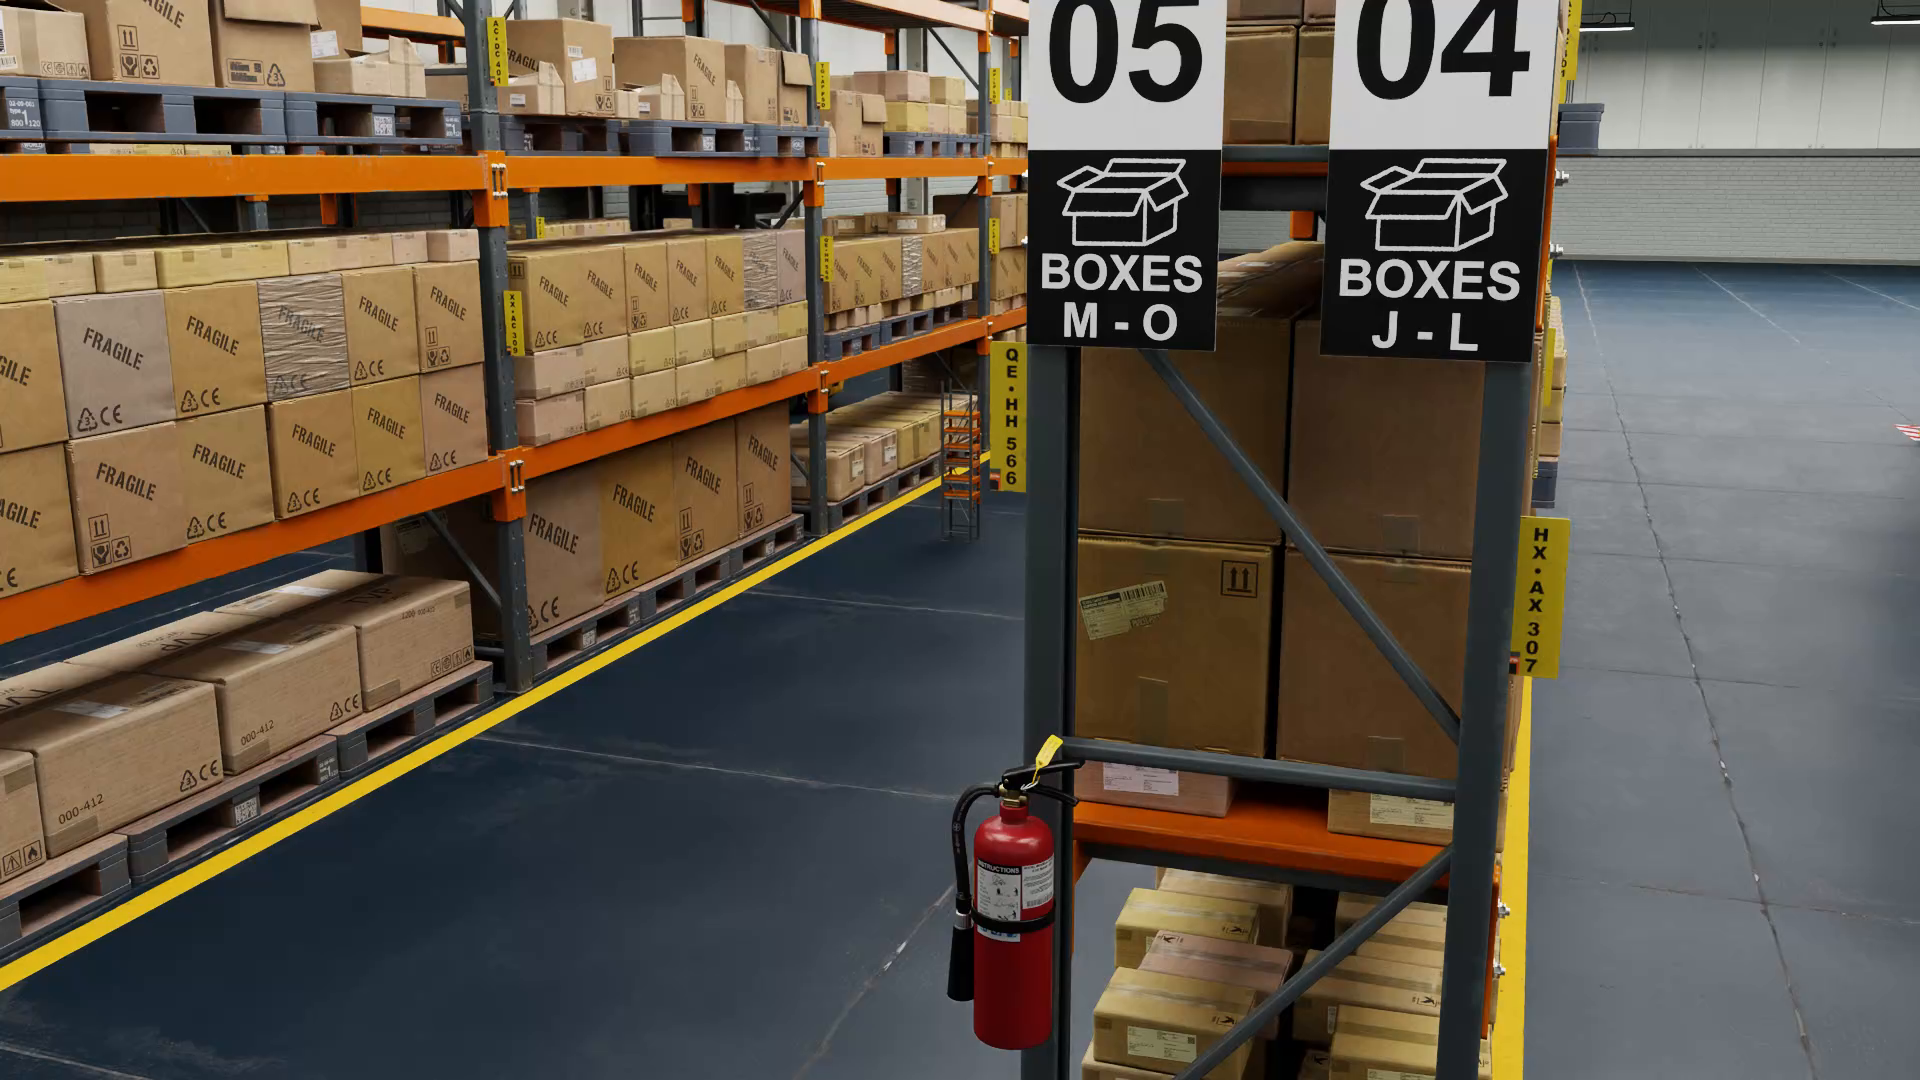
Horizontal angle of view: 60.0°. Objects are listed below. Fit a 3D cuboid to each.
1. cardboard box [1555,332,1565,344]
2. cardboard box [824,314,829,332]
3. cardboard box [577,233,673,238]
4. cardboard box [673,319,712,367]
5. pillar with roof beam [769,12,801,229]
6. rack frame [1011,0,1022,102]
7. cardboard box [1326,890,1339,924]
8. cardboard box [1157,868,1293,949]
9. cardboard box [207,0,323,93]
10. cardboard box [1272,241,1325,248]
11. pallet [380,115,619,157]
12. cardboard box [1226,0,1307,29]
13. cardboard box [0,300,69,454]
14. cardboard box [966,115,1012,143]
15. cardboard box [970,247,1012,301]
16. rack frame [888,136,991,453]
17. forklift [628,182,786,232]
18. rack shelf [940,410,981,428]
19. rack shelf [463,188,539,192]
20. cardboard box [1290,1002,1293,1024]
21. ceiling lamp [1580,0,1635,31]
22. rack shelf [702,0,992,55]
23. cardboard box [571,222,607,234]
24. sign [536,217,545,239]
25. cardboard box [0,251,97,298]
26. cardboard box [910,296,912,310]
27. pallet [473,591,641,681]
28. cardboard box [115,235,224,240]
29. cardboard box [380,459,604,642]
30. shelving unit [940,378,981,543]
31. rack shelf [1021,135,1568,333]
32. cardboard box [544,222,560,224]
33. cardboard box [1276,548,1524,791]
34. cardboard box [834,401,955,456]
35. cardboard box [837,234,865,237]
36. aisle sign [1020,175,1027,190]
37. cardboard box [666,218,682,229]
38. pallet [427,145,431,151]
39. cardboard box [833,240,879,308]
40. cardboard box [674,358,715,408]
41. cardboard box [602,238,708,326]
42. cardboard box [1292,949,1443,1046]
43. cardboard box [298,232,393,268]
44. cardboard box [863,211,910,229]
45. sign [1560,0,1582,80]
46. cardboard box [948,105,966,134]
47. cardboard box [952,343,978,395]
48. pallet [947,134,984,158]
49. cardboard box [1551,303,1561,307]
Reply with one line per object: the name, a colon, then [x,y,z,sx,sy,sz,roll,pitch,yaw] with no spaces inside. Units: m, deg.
cardboard box: [2.741,-0.932,8.113,0.380,0.149,0.250,4,14,18]
cardboard box: [-1.215,-1.659,12.636,0.380,0.149,0.250,4,13,15]
cardboard box: [-2.221,-1.759,10.981,0.500,0.500,0.500,5,14,20]
cardboard box: [-1.889,-1.245,10.416,0.500,0.250,0.500,4,13,17]
pillar with roof beam: [1.331,-7.359,24.507,9.100,9.000,0.400,4,14,18]
rack frame: [1.092,-6.131,19.126,1.000,3.000,0.127,4,14,18]
cardboard box: [1.412,1.166,5.434,0.380,0.149,0.250,5,14,21]
cardboard box: [0.806,1.101,5.050,0.380,0.149,0.250,4,13,16]
cardboard box: [-3.197,-2.159,7.067,0.797,0.503,0.637,5,14,23]
cardboard box: [1.549,-0.948,6.761,0.500,0.500,0.500,5,14,20]
pallet: [-2.541,-2.245,9.273,0.805,0.209,1.217,4,13,16]
cardboard box: [0.540,-1.250,3.698,0.500,0.250,0.500,4,13,17]
cardboard box: [-3.500,-0.563,5.743,0.500,0.500,0.500,4,13,17]
cardboard box: [0.199,-3.971,16.073,0.500,0.250,0.500,4,13,17]
cardboard box: [0.204,-2.630,16.378,0.500,0.500,0.500,4,14,18]
rack frame: [-0.202,-2.364,16.104,1.000,3.000,0.127,4,14,18]
forklift: [-2.227,-2.089,15.052,1.130,2.935,3.031,5,14,19]
rack shelf: [0.005,-0.896,12.298,0.258,0.103,0.180,4,14,18]
rack shelf: [-4.253,-4.253,19.257,1.077,0.370,4.000,4,14,18]
cardboard box: [0.827,1.393,5.105,0.380,0.149,0.250,4,14,19]
ceiling lamp: [15.259,-13.880,39.962,2.000,3.185,0.800,4,14,18]
rack shelf: [-0.849,-4.322,13.716,1.077,0.370,4.000,4,14,18]
cardboard box: [-4.204,-3.496,18.711,0.380,0.149,0.250,4,13,18]
sign: [-4.384,-3.209,17.384,0.100,0.325,0.005,4,14,18]
cardboard box: [-3.395,-0.967,6.055,0.380,0.149,0.250,4,14,19]
cardboard box: [-0.634,-2.056,14.376,0.380,0.149,0.250,4,13,16]
pallet: [-2.612,0.512,9.770,1.003,0.211,1.213,4,14,18]
cardboard box: [-3.501,-1.270,7.384,0.380,0.149,0.250,4,13,17]
cardboard box: [-2.666,0.015,9.511,0.875,0.875,0.875,5,14,20]
shelving unit: [0.005,-0.588,12.368,0.258,1.200,0.189,4,14,18]
rack shelf: [1.279,-1.035,5.157,1.077,0.370,4.000,4,14,18]
cardboard box: [-4.765,-3.536,18.890,0.380,0.149,0.250,4,13,17]
cardboard box: [1.038,0.229,3.849,0.500,0.500,0.500,5,14,21]
cardboard box: [-0.599,-1.025,15.201,0.950,0.372,0.625,5,14,22]
cardboard box: [-1.116,-2.367,14.280,0.500,0.500,0.500,4,13,16]
aisle sign: [0.819,-4.509,19.659,0.394,0.787,0.004,4,14,18]
cardboard box: [-3.632,-3.871,20.356,0.380,0.149,0.250,5,14,20]
pallet: [-5.173,-3.903,16.536,0.805,0.209,1.217,4,13,16]
cardboard box: [-0.970,-2.108,13.148,0.500,0.500,0.500,5,14,21]
cardboard box: [-1.881,-1.000,10.467,0.500,0.250,0.500,4,13,17]
cardboard box: [-1.912,-1.611,10.336,0.500,0.500,0.500,4,13,17]
cardboard box: [1.098,1.240,4.438,0.380,0.149,0.250,5,14,19]
cardboard box: [-2.867,-1.345,7.709,0.380,0.149,0.250,4,14,18]
cardboard box: [-0.689,-3.005,15.618,0.380,0.149,0.250,4,14,18]
sign: [2.442,-2.021,6.700,0.100,0.325,0.005,4,14,18]
cardboard box: [-0.254,-3.824,15.156,0.500,0.250,0.500,4,13,17]
cardboard box: [0.244,-1.698,16.739,0.500,0.500,0.500,5,14,21]
pallet: [-0.503,-3.612,15.255,1.213,0.211,1.003,4,14,18]
cardboard box: [3.327,-1.315,9.791,0.380,0.149,0.250,5,14,20]
